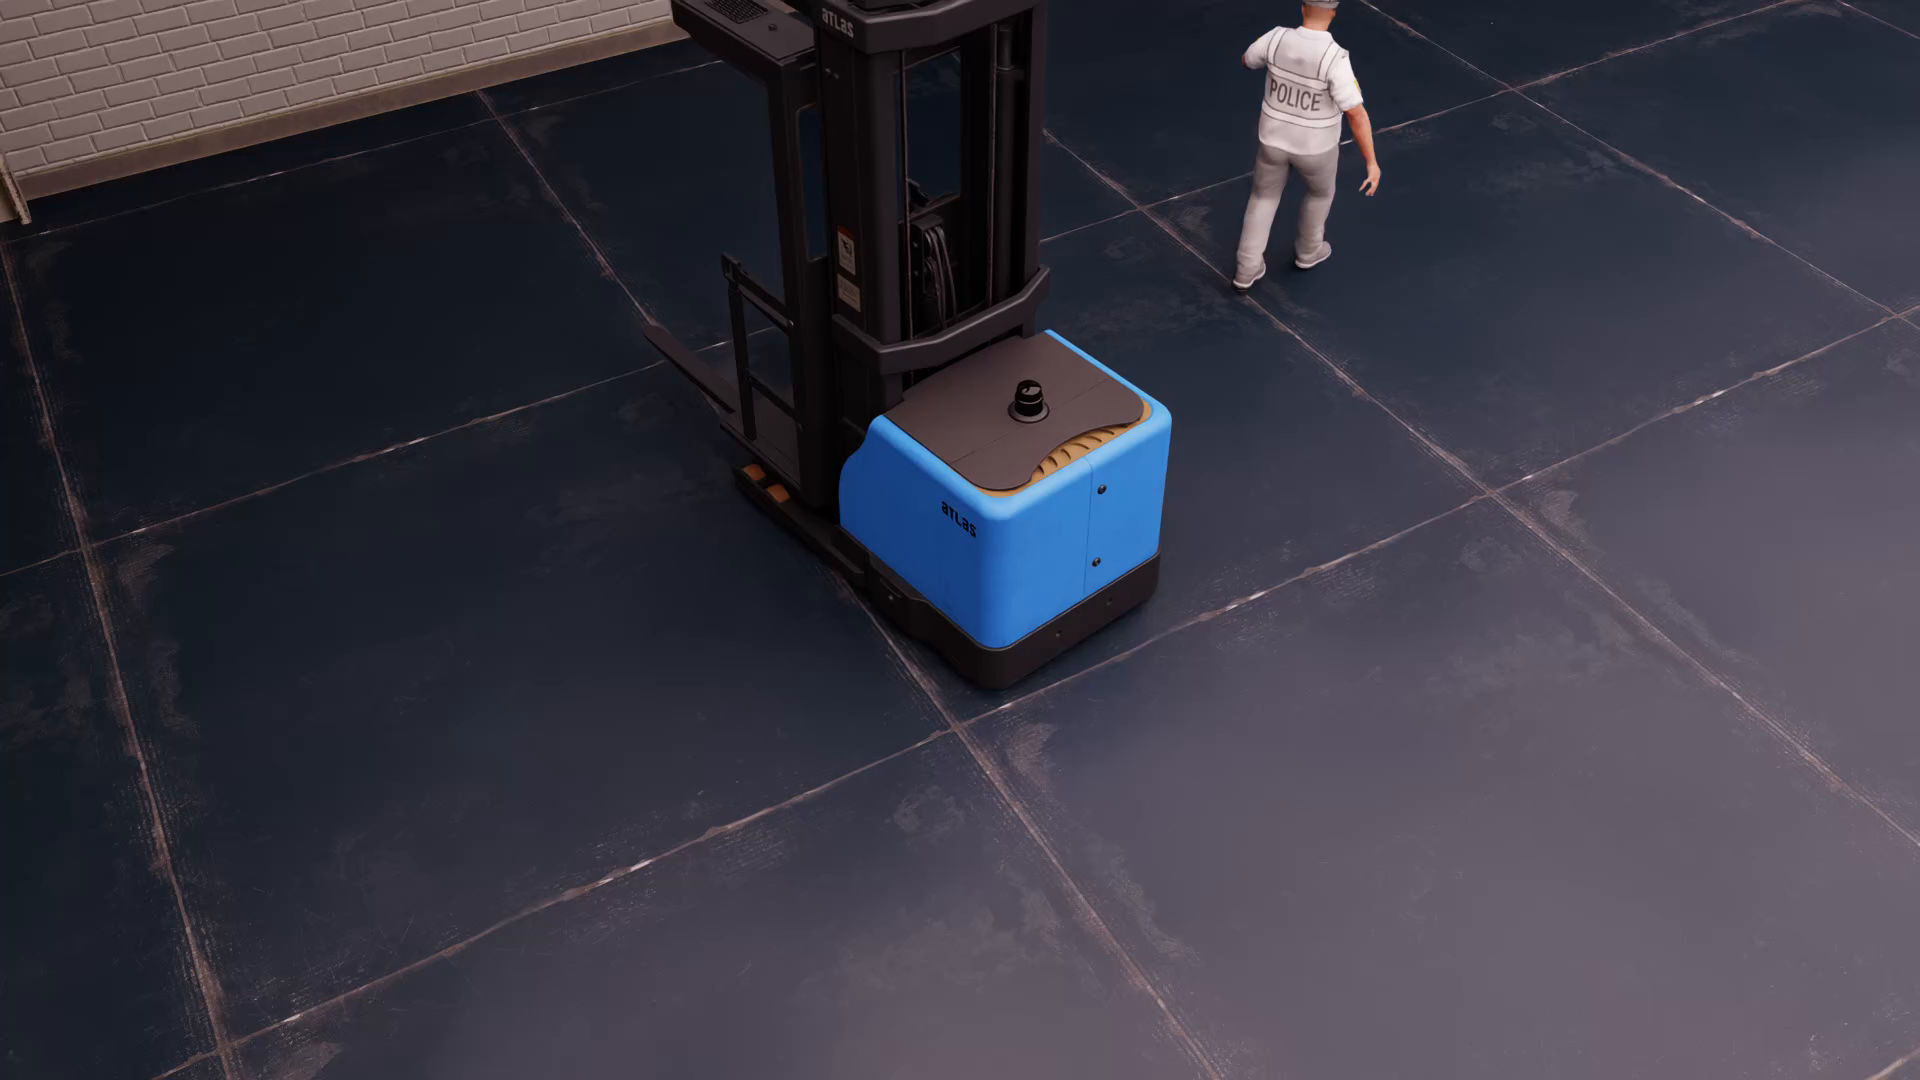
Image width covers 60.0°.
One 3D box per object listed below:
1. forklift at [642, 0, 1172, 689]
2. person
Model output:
[{"bbox_3d":[-0.438,-1.375,7.180,1.130,2.935,3.031,-30,50,-28],"label":"forklift"},{"bbox_3d":[1.873,-2.175,8.948,0.977,1.727,0.762,23,48,23],"label":"person"}]
